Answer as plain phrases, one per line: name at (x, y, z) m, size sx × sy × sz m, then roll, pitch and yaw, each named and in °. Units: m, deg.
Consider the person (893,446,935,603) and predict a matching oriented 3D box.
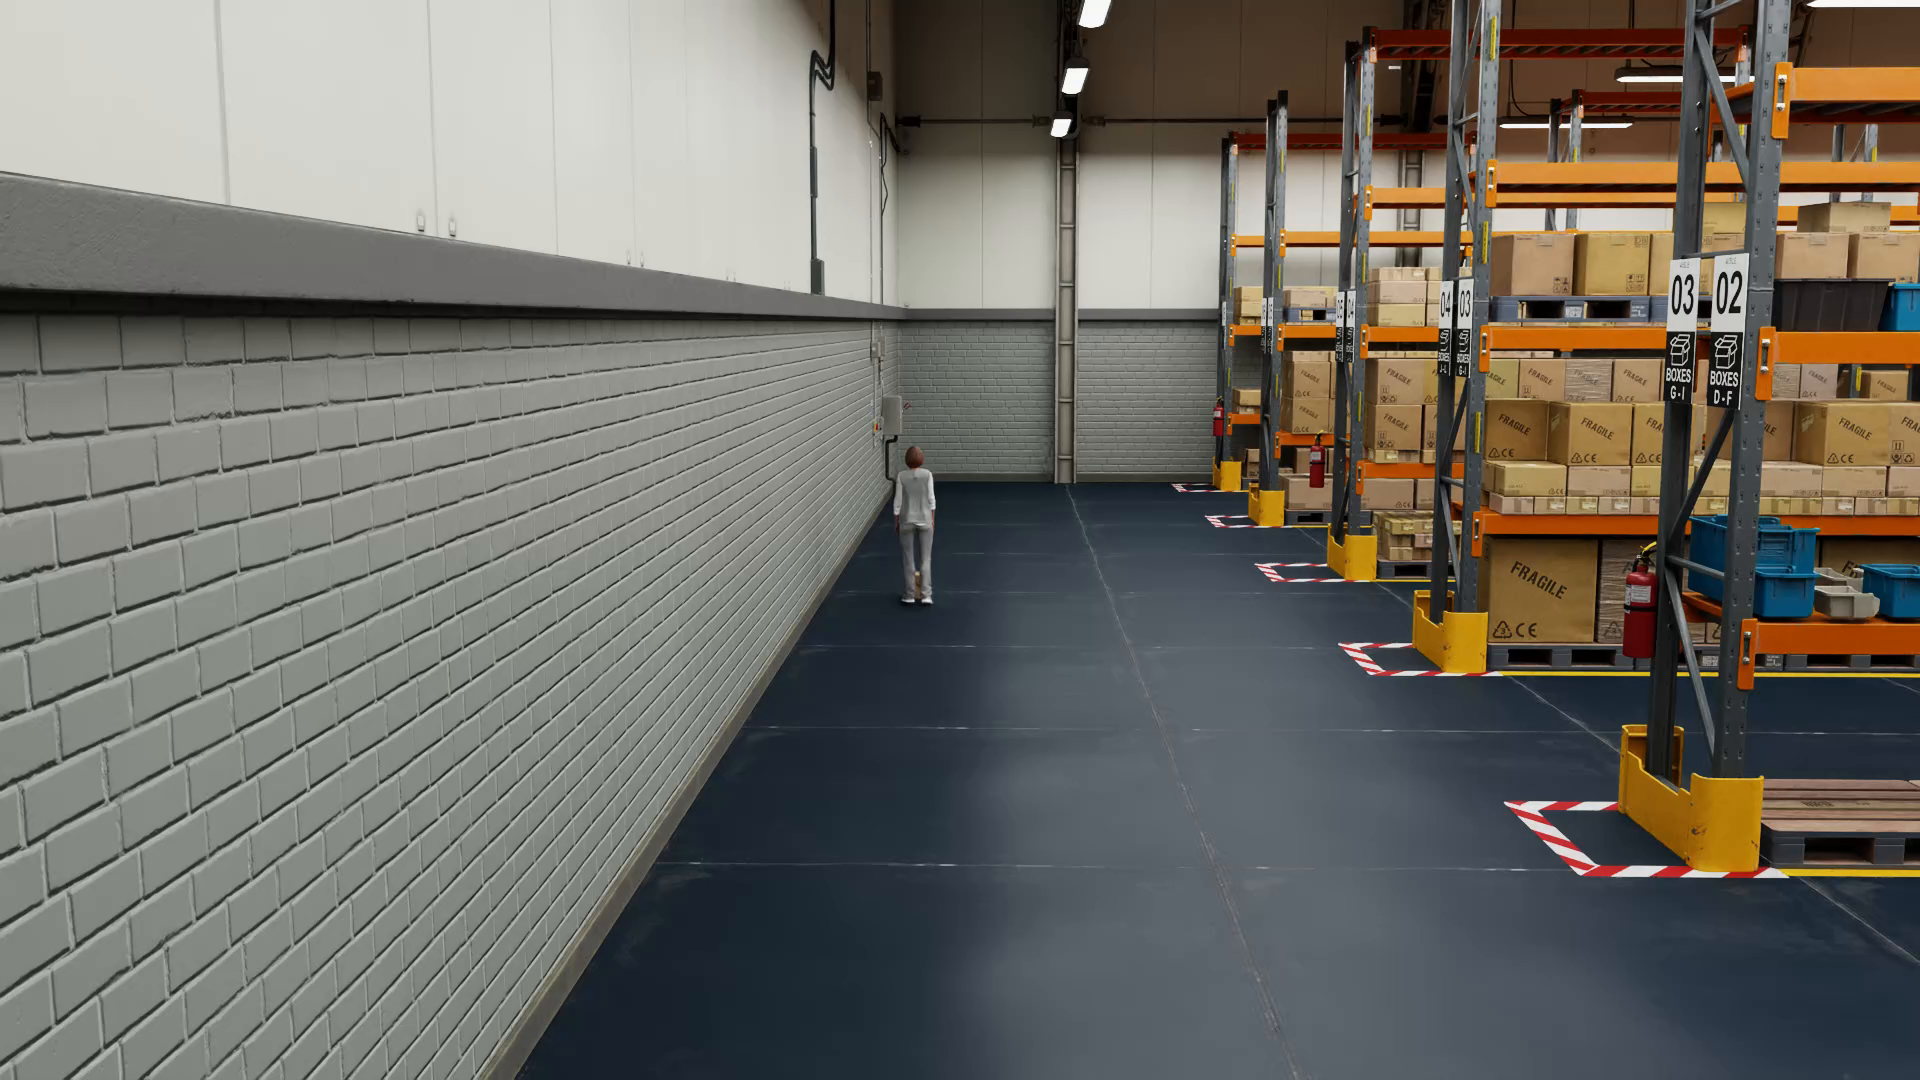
person at (-0.464, -0.152, 16.844) m, size 0.425 × 1.614 × 0.321 m, roll -1°, pitch 7°, yaw -4°
